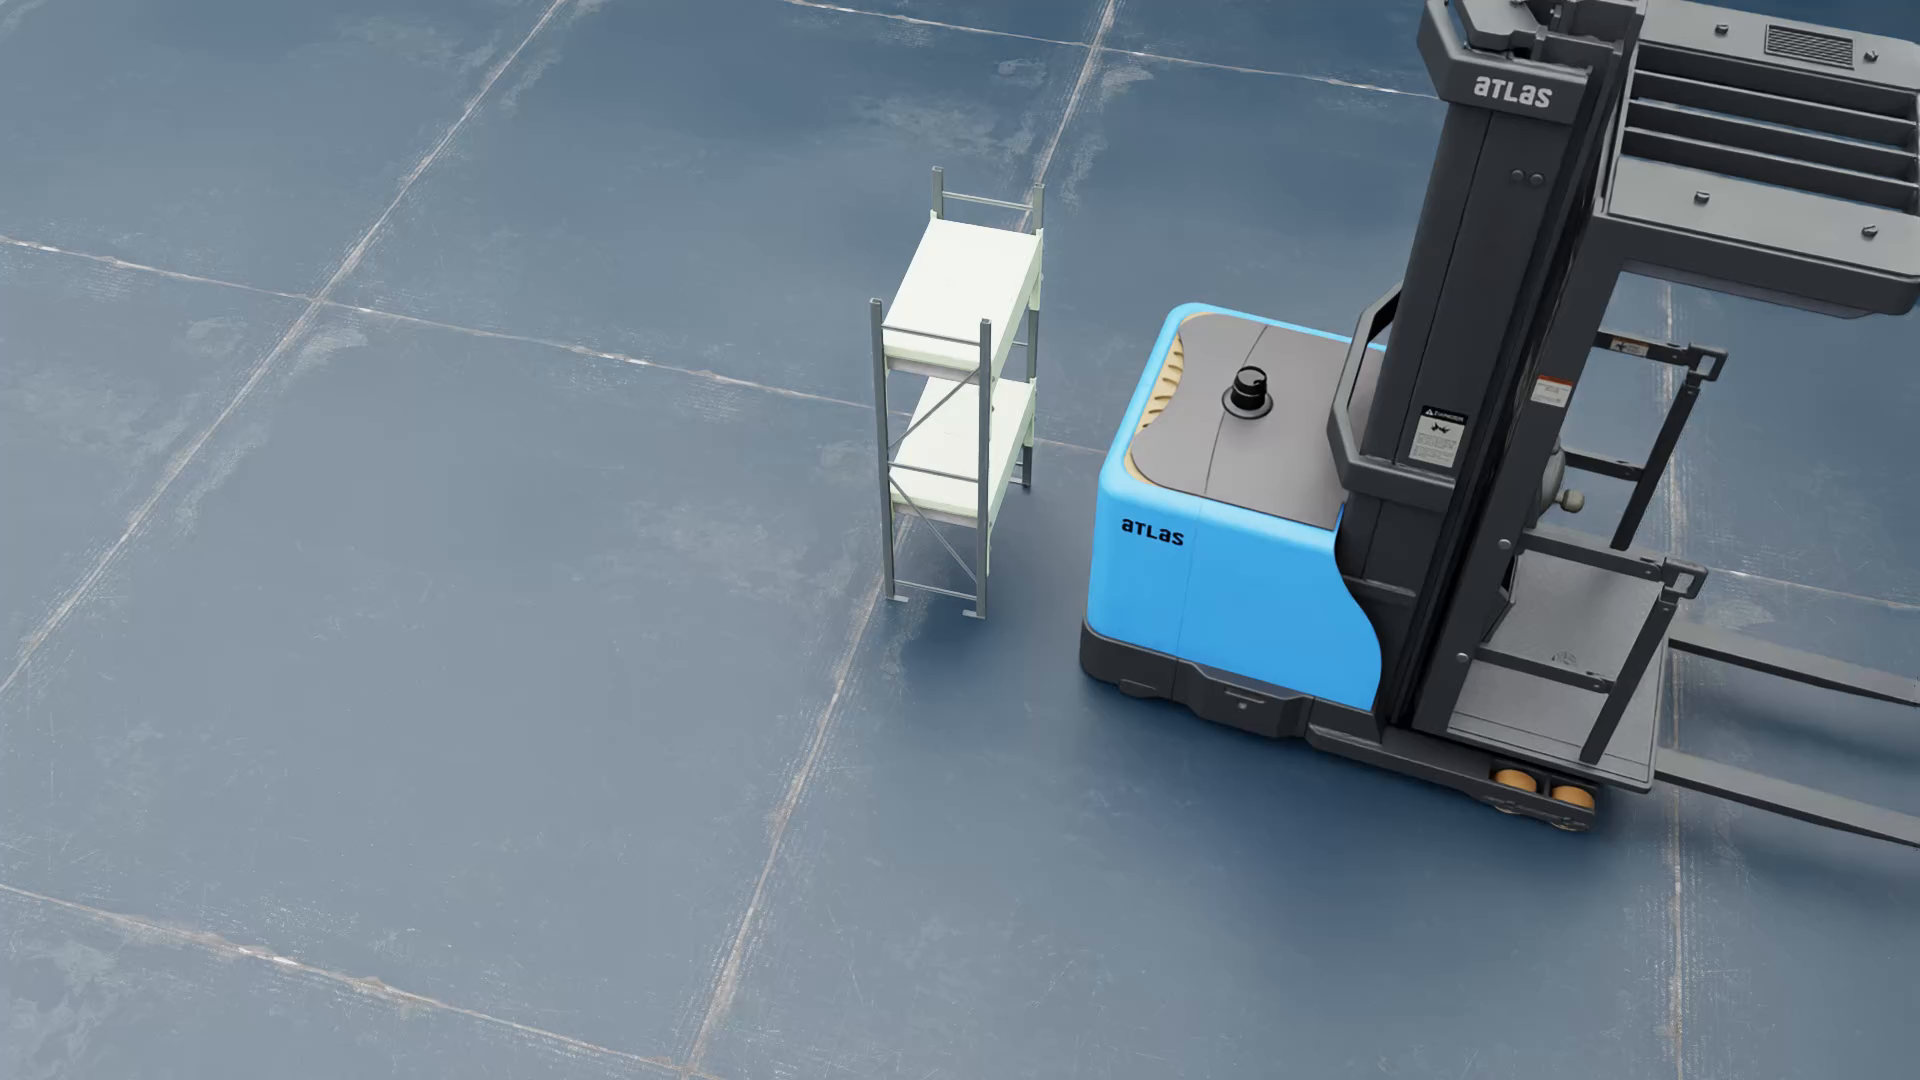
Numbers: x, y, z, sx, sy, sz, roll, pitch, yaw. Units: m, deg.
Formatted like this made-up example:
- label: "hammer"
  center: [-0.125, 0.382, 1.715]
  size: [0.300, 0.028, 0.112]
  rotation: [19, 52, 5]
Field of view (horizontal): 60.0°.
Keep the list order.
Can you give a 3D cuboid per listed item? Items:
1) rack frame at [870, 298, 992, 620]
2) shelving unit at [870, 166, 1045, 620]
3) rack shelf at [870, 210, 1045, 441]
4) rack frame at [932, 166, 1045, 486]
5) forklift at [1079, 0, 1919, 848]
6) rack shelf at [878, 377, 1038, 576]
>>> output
- label: "rack frame"
  center: [-0.095, -0.236, 5.877]
  size: [0.400, 1.500, 0.023]
  rotation: [12, 50, 10]
- label: "shelving unit"
  center: [0.002, -0.501, 6.111]
  size: [0.431, 1.500, 0.755]
  rotation: [12, 50, 10]
- label: "rack shelf"
  center: [0.002, -0.759, 5.818]
  size: [0.431, 0.370, 0.720]
  rotation: [12, 50, 10]
- label: "rack frame"
  center: [0.098, -0.766, 6.344]
  size: [0.400, 1.500, 0.023]
  rotation: [12, 50, 10]
- label: "forklift"
  center: [2.016, -0.415, 5.081]
  size: [3.031, 2.935, 1.130]
  rotation: [15, 50, 13]
- label: "rack shelf"
  center: [0.002, -0.285, 6.355]
  size: [0.431, 0.370, 0.720]
  rotation: [12, 50, 10]
